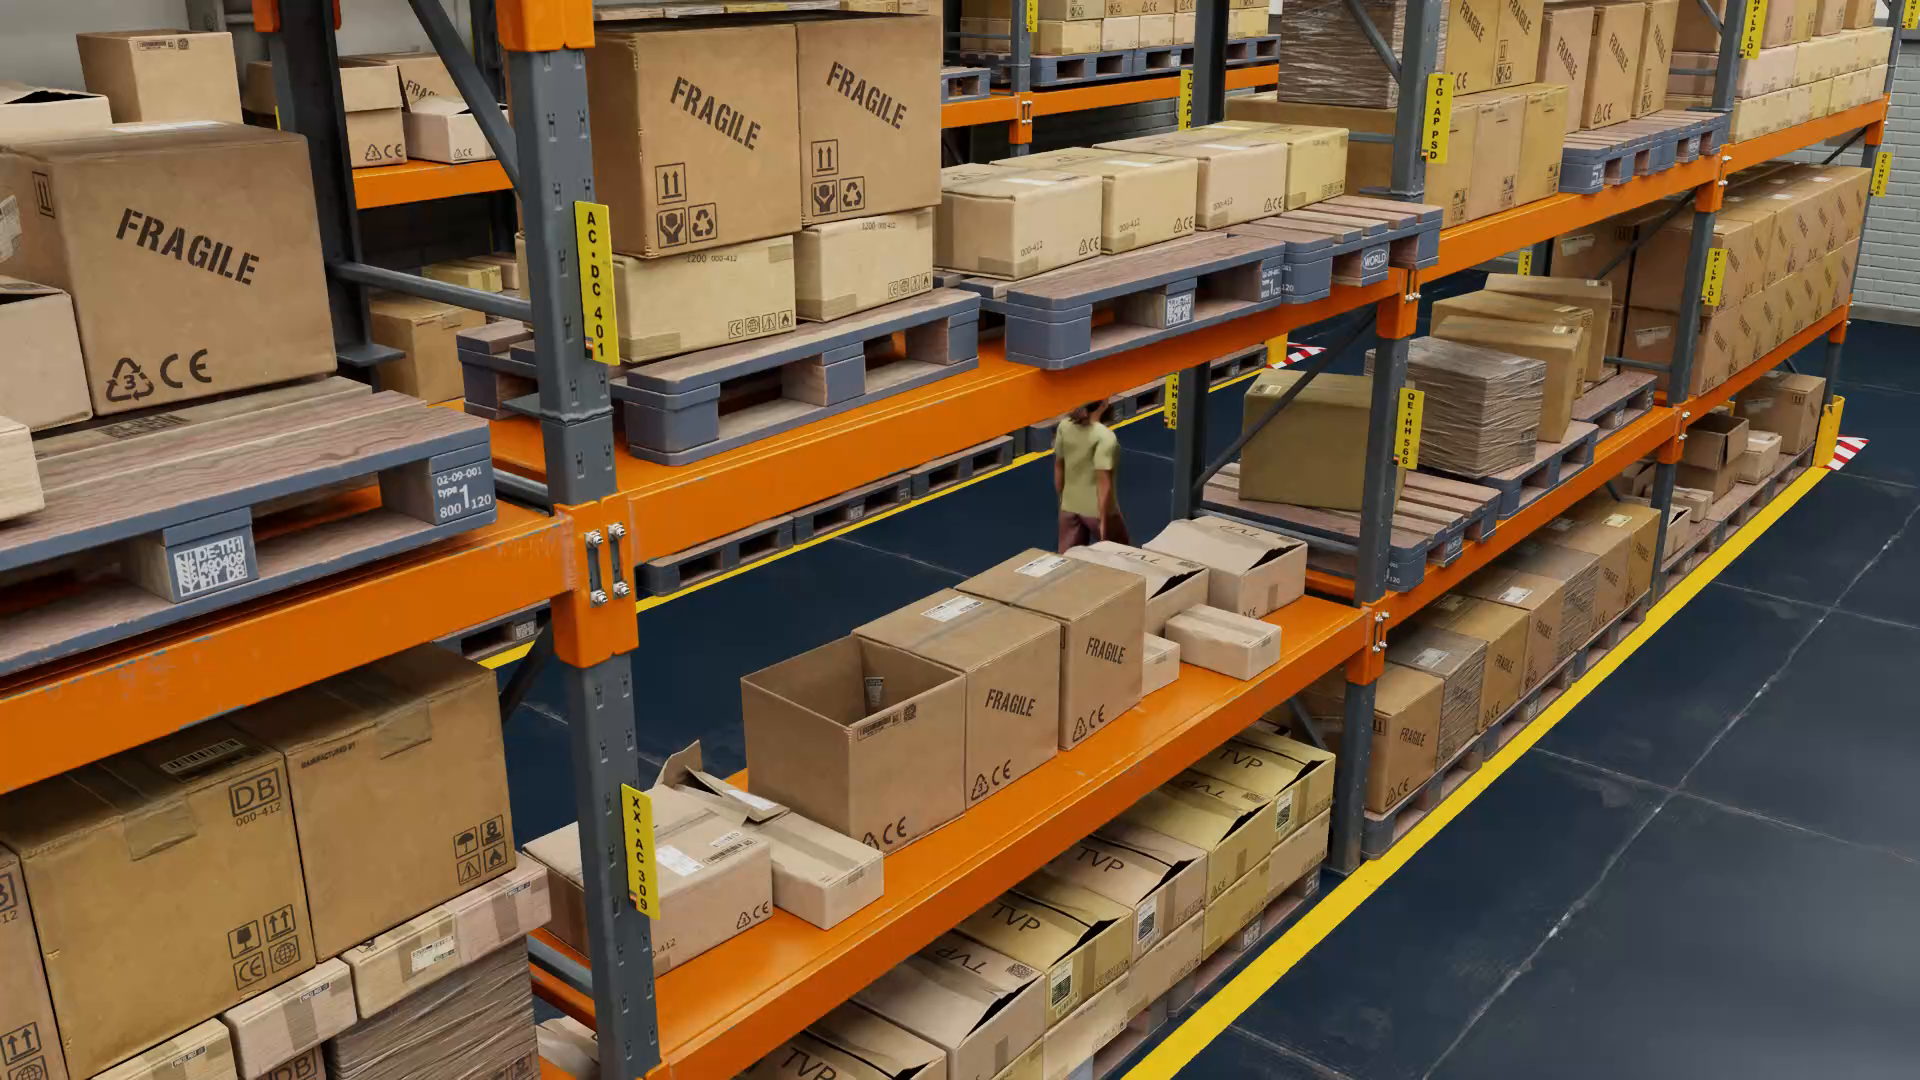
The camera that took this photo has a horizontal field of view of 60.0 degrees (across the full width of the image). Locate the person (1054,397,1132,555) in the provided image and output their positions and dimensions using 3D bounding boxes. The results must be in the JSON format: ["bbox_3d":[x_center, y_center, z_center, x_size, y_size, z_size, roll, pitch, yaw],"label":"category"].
[{"bbox_3d":[0.687,-0.152,9.506,0.451,1.620,0.961,17,26,39],"label":"person"}]
